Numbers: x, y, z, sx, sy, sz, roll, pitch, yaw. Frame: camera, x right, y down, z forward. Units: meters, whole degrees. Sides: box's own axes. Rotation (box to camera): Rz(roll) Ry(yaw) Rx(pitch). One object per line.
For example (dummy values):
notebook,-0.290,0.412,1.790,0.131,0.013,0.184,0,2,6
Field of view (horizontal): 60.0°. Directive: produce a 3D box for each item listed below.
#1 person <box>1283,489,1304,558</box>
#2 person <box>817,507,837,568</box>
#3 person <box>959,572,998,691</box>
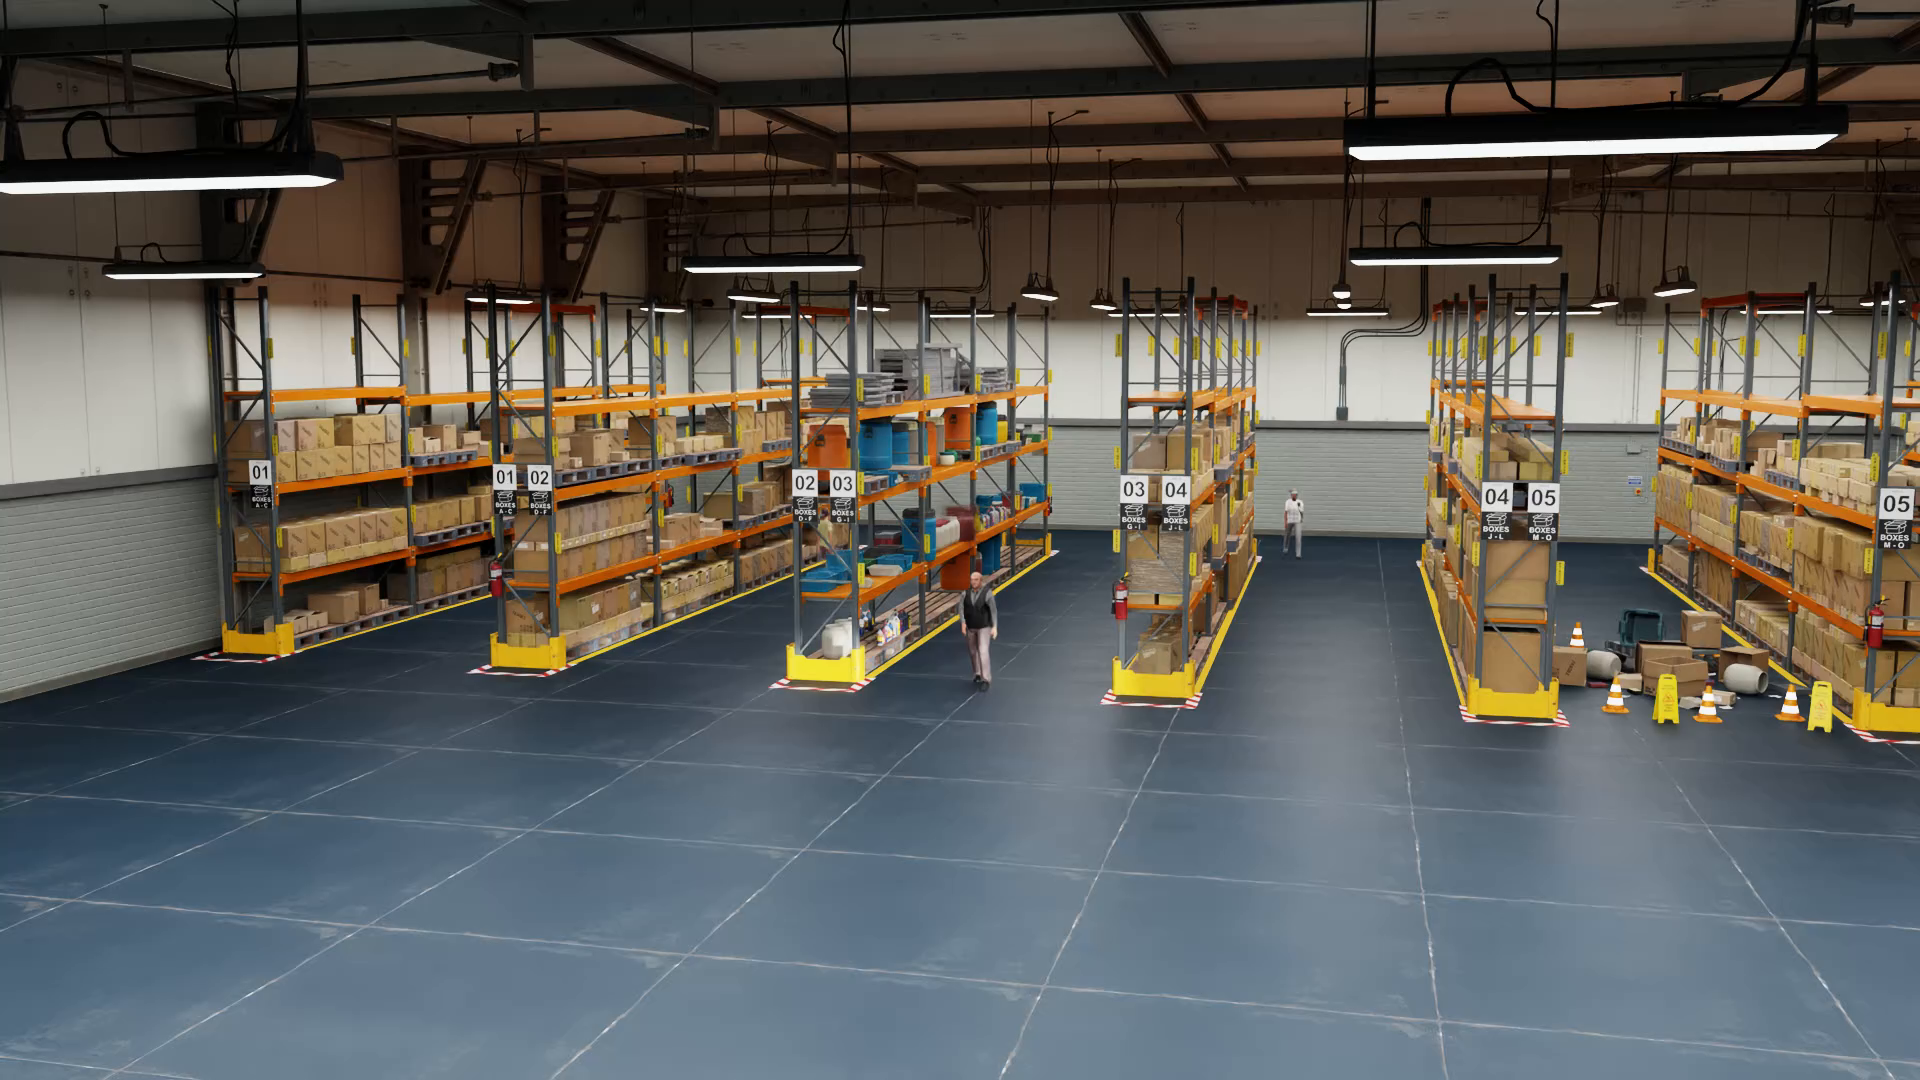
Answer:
person,8.035,-0.431,40.029,0.460,1.638,0.984,0,7,3
person,-2.747,0.090,34.363,0.493,1.540,0.612,5,8,38
person,0.257,1.327,24.667,0.622,1.690,0.826,3,7,25
